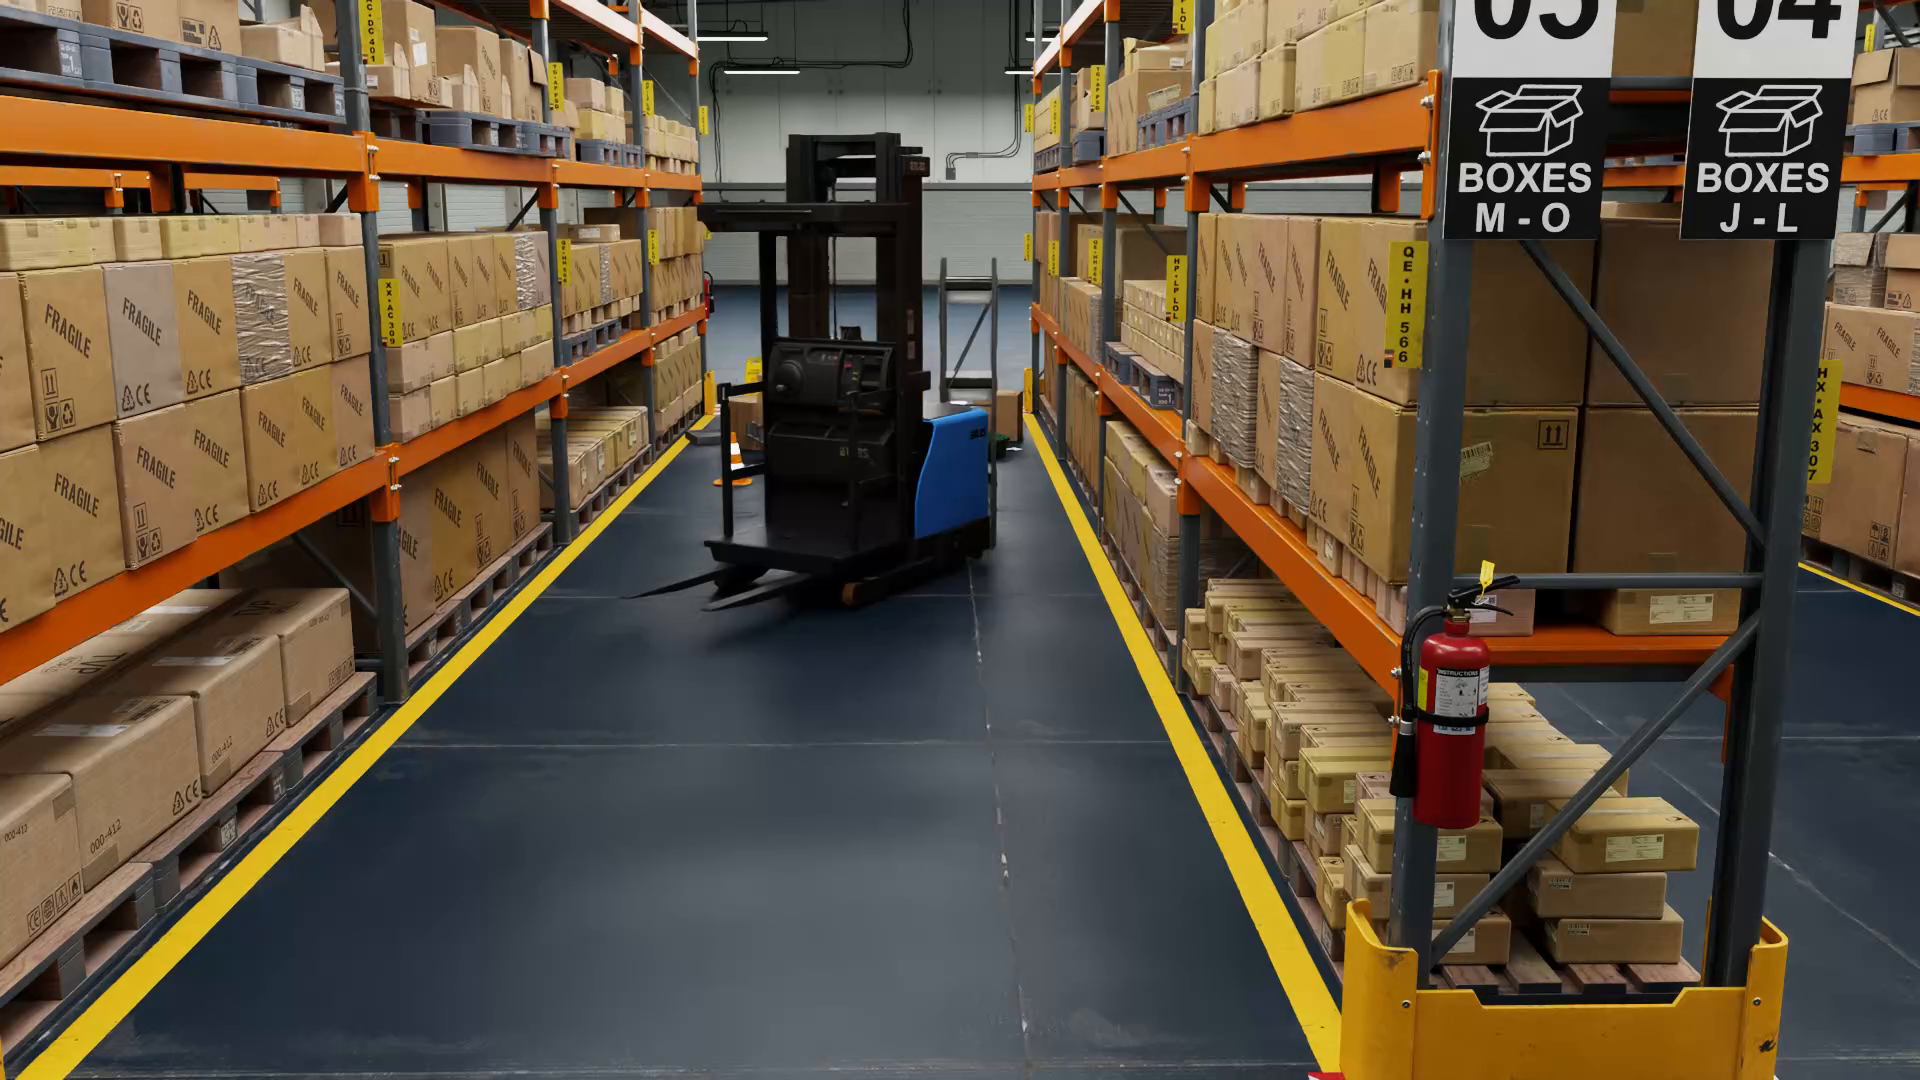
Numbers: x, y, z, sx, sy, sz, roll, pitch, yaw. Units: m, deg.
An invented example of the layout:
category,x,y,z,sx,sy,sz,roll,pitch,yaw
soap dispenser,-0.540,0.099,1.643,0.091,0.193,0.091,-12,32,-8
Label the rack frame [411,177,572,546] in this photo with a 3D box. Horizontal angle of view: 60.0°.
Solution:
category,x,y,z,sx,sy,sz,roll,pitch,yaw
rack frame,-3.404,-1.433,12.079,1.000,3.000,0.127,0,11,-1

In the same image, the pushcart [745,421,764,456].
category,x,y,z,sx,sy,sz,roll,pitch,yaw
pushcart,-1.208,-0.962,16.354,1.648,0.377,0.936,-4,12,-21

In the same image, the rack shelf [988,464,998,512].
category,x,y,z,sx,sy,sz,roll,pitch,yaw
rack shelf,0.065,-0.314,12.414,0.431,0.518,0.480,0,11,1

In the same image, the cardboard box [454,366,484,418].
category,x,y,z,sx,sy,sz,roll,pitch,yaw
cardboard box,-3.073,-0.858,9.620,0.500,0.250,0.500,0,11,-2

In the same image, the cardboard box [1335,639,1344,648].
category,x,y,z,sx,sy,sz,roll,pitch,yaw
cardboard box,1.878,0.443,7.449,0.380,0.149,0.250,0,11,1

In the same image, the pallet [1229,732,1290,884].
category,x,y,z,sx,sy,sz,roll,pitch,yaw
pallet,1.703,1.065,6.780,1.003,0.211,1.213,0,11,-1

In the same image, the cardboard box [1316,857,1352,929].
category,x,y,z,sx,sy,sz,roll,pitch,yaw
cardboard box,1.383,1.154,5.443,0.380,0.149,0.250,0,11,1

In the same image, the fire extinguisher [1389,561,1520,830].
category,x,y,z,sx,sy,sz,roll,pitch,yaw
fire extinguisher,1.252,0.389,4.228,0.296,0.674,0.183,0,11,-1

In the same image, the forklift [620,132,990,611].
category,x,y,z,sx,sy,sz,roll,pitch,yaw
forklift,-0.958,-1.111,10.663,1.130,2.935,3.031,7,13,29

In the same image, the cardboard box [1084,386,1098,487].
category,x,y,z,sx,sy,sz,roll,pitch,yaw
cardboard box,1.599,-0.872,13.915,1.050,0.750,0.750,0,11,0

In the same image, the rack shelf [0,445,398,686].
category,x,y,z,sx,sy,sz,roll,pitch,yaw
rack shelf,-3.280,0.112,6.271,1.077,0.370,4.000,0,11,-1

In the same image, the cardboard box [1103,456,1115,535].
category,x,y,z,sx,sy,sz,roll,pitch,yaw
cardboard box,1.303,-0.313,11.787,0.500,0.500,0.500,-1,11,-4

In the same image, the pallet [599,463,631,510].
category,x,y,z,sx,sy,sz,roll,pitch,yaw
pallet,-3.441,-0.464,14.314,1.003,0.211,1.213,0,11,-1

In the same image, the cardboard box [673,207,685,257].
category,x,y,z,sx,sy,sz,roll,pitch,yaw
cardboard box,-3.251,-3.203,17.288,0.700,0.500,0.500,0,11,-2

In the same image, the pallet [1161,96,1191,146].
category,x,y,z,sx,sy,sz,roll,pitch,yaw
pallet,1.720,-2.180,8.686,1.213,0.211,1.003,0,11,-1

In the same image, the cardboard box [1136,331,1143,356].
category,x,y,z,sx,sy,sz,roll,pitch,yaw
cardboard box,1.369,-1.306,11.027,0.380,0.149,0.250,0,11,1

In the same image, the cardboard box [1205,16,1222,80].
category,x,y,z,sx,sy,sz,roll,pitch,yaw
cardboard box,1.396,-2.223,7.549,0.500,0.250,0.500,0,11,1

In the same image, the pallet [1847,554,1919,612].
category,x,y,z,sx,sy,sz,roll,pitch,yaw
pallet,6.467,0.292,10.590,1.003,0.211,1.213,0,11,-1

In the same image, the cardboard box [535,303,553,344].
category,x,y,z,sx,sy,sz,roll,pitch,yaw
cardboard box,-3.140,-1.509,11.574,0.500,0.250,0.500,0,11,-1

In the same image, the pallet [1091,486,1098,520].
category,x,y,z,sx,sy,sz,roll,pitch,yaw
pallet,1.602,-0.264,13.329,1.003,0.211,1.213,0,11,-1

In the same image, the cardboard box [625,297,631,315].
category,x,y,z,sx,sy,sz,roll,pitch,yaw
cardboard box,-3.171,-2.106,14.972,0.380,0.149,0.250,0,11,-2

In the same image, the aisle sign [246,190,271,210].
category,x,y,z,sx,sy,sz,roll,pitch,yaw
aisle sign,-8.239,-4.291,19.625,0.394,0.787,0.004,0,11,-1

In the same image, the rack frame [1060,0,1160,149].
category,x,y,z,sx,sy,sz,roll,pitch,yaw
rack frame,1.461,-5.209,15.601,1.000,3.000,0.127,0,11,-1

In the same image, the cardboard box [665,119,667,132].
category,x,y,z,sx,sy,sz,roll,pitch,yaw
cardboard box,-3.248,-4.289,17.236,0.380,0.149,0.250,0,11,-2

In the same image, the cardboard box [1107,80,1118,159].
category,x,y,z,sx,sy,sz,roll,pitch,yaw
cardboard box,1.289,-2.878,11.405,0.500,0.500,0.500,0,11,-1

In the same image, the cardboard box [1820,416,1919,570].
category,x,y,z,sx,sy,sz,roll,pitch,yaw
cardboard box,6.508,-0.324,10.899,1.225,0.875,0.875,0,11,-1

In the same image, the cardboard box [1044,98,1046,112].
category,x,y,z,sx,sy,sz,roll,pitch,yaw
cardboard box,1.097,-4.685,17.883,0.380,0.149,0.250,0,11,0

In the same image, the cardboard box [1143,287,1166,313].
category,x,y,z,sx,sy,sz,roll,pitch,yaw
cardboard box,1.380,-1.547,10.717,0.380,0.149,0.250,0,11,1

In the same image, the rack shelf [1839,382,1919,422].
category,x,y,z,sx,sy,sz,roll,pitch,yaw
rack shelf,6.546,-0.724,10.391,1.077,0.370,4.000,0,11,-1

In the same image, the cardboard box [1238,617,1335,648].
category,x,y,z,sx,sy,sz,roll,pitch,yaw
cardboard box,1.455,0.448,7.427,0.380,0.149,0.250,-1,11,-3

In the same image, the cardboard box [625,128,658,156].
category,x,y,z,sx,sy,sz,roll,pitch,yaw
cardboard box,-3.222,-3.859,16.122,0.500,0.250,0.500,0,11,-2

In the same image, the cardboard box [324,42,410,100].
category,x,y,z,sx,sy,sz,roll,pitch,yaw
cardboard box,-2.981,-2.349,8.330,0.396,0.266,0.258,0,11,-2

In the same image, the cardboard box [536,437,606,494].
category,x,y,z,sx,sy,sz,roll,pitch,yaw
cardboard box,-3.429,-0.610,13.575,0.950,0.372,0.625,0,11,-2

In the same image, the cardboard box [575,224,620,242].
category,x,y,z,sx,sy,sz,roll,pitch,yaw
cardboard box,-3.224,-2.719,14.730,0.380,0.149,0.250,-1,11,-3

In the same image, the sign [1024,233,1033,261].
category,x,y,z,sx,sy,sz,roll,pitch,yaw
sign,0.823,-3.526,20.017,0.100,0.325,0.005,0,11,-1

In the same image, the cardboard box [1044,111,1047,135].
category,x,y,z,sx,sy,sz,roll,pitch,yaw
cardboard box,1.164,-4.463,17.791,0.500,0.250,0.500,0,11,-1

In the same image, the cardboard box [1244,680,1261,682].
category,x,y,z,sx,sy,sz,roll,pitch,yaw
cardboard box,1.434,0.647,7.191,0.380,0.149,0.250,0,11,1

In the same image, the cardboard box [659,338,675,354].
category,x,y,z,sx,sy,sz,roll,pitch,yaw
cardboard box,-3.184,-2.018,17.301,0.380,0.149,0.250,0,11,1

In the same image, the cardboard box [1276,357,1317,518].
category,x,y,z,sx,sy,sz,roll,pitch,yaw
cardboard box,1.416,-0.369,5.836,0.500,0.500,0.500,0,11,-1

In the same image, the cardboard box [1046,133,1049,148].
category,x,y,z,sx,sy,sz,roll,pitch,yaw
cardboard box,1.105,-4.195,17.471,0.380,0.149,0.250,0,11,-2

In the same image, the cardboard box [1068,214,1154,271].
category,x,y,z,sx,sy,sz,roll,pitch,yaw
cardboard box,1.487,-2.945,16.437,0.875,0.550,0.550,0,11,-1

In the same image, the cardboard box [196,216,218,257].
category,x,y,z,sx,sy,sz,roll,pitch,yaw
cardboard box,-3.013,-1.132,6.196,0.380,0.149,0.250,0,11,-1

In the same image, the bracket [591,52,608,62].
category,x,y,z,sx,sy,sz,roll,pitch,yaw
bracket,-9.621,-12.935,44.629,0.076,0.066,4.783,0,11,-1

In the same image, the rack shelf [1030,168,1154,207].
category,x,y,z,sx,sy,sz,roll,pitch,yaw
rack shelf,1.419,-3.784,17.930,1.077,0.370,4.000,0,11,-1

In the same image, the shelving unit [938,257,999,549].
category,x,y,z,sx,sy,sz,roll,pitch,yaw
shelving unit,0.065,-1.013,12.272,0.431,2.100,0.503,0,11,1

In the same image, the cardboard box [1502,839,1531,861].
category,x,y,z,sx,sy,sz,roll,pitch,yaw
cardboard box,2.005,1.002,5.440,0.380,0.149,0.250,0,11,-1

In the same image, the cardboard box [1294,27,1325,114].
category,x,y,z,sx,sy,sz,roll,pitch,yaw
cardboard box,1.420,-1.569,5.582,0.500,0.250,0.500,0,11,1

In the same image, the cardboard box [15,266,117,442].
category,x,y,z,sx,sy,sz,roll,pitch,yaw
cardboard box,-2.981,-0.581,5.113,0.500,0.500,0.500,-1,11,-3

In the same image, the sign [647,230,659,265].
category,x,y,z,sx,sy,sz,roll,pitch,yaw
sign,-2.932,-2.799,15.898,0.100,0.325,0.005,0,11,-1

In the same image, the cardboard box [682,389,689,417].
category,x,y,z,sx,sy,sz,roll,pitch,yaw
cardboard box,-3.264,-1.515,18.342,0.500,0.250,0.500,-1,11,-3

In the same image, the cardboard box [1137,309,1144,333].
category,x,y,z,sx,sy,sz,roll,pitch,yaw
cardboard box,1.375,-1.448,10.980,0.380,0.149,0.250,0,11,-1
